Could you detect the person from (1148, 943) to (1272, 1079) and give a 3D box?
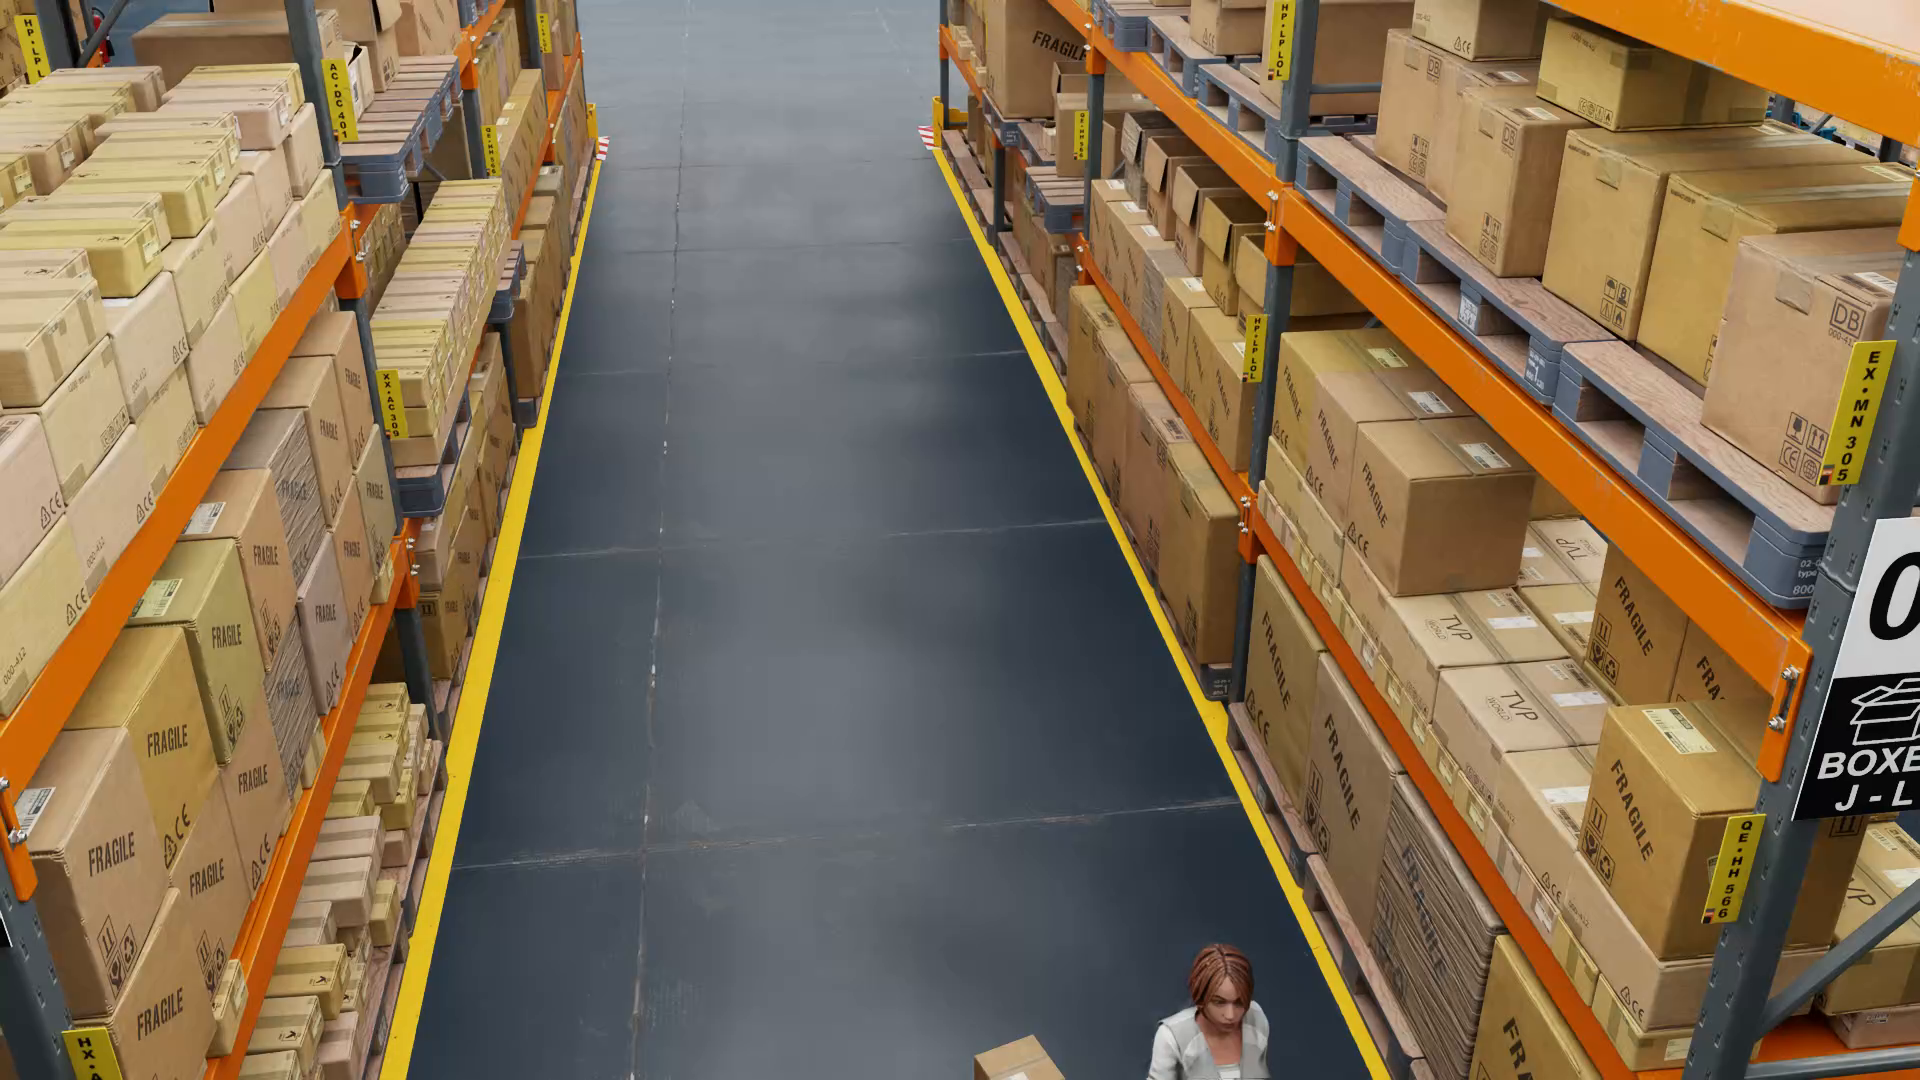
[{"bbox_3d":[0.728,1.871,5.038,0.420,1.544,0.885,-5,28,-10],"label":"person"}]
